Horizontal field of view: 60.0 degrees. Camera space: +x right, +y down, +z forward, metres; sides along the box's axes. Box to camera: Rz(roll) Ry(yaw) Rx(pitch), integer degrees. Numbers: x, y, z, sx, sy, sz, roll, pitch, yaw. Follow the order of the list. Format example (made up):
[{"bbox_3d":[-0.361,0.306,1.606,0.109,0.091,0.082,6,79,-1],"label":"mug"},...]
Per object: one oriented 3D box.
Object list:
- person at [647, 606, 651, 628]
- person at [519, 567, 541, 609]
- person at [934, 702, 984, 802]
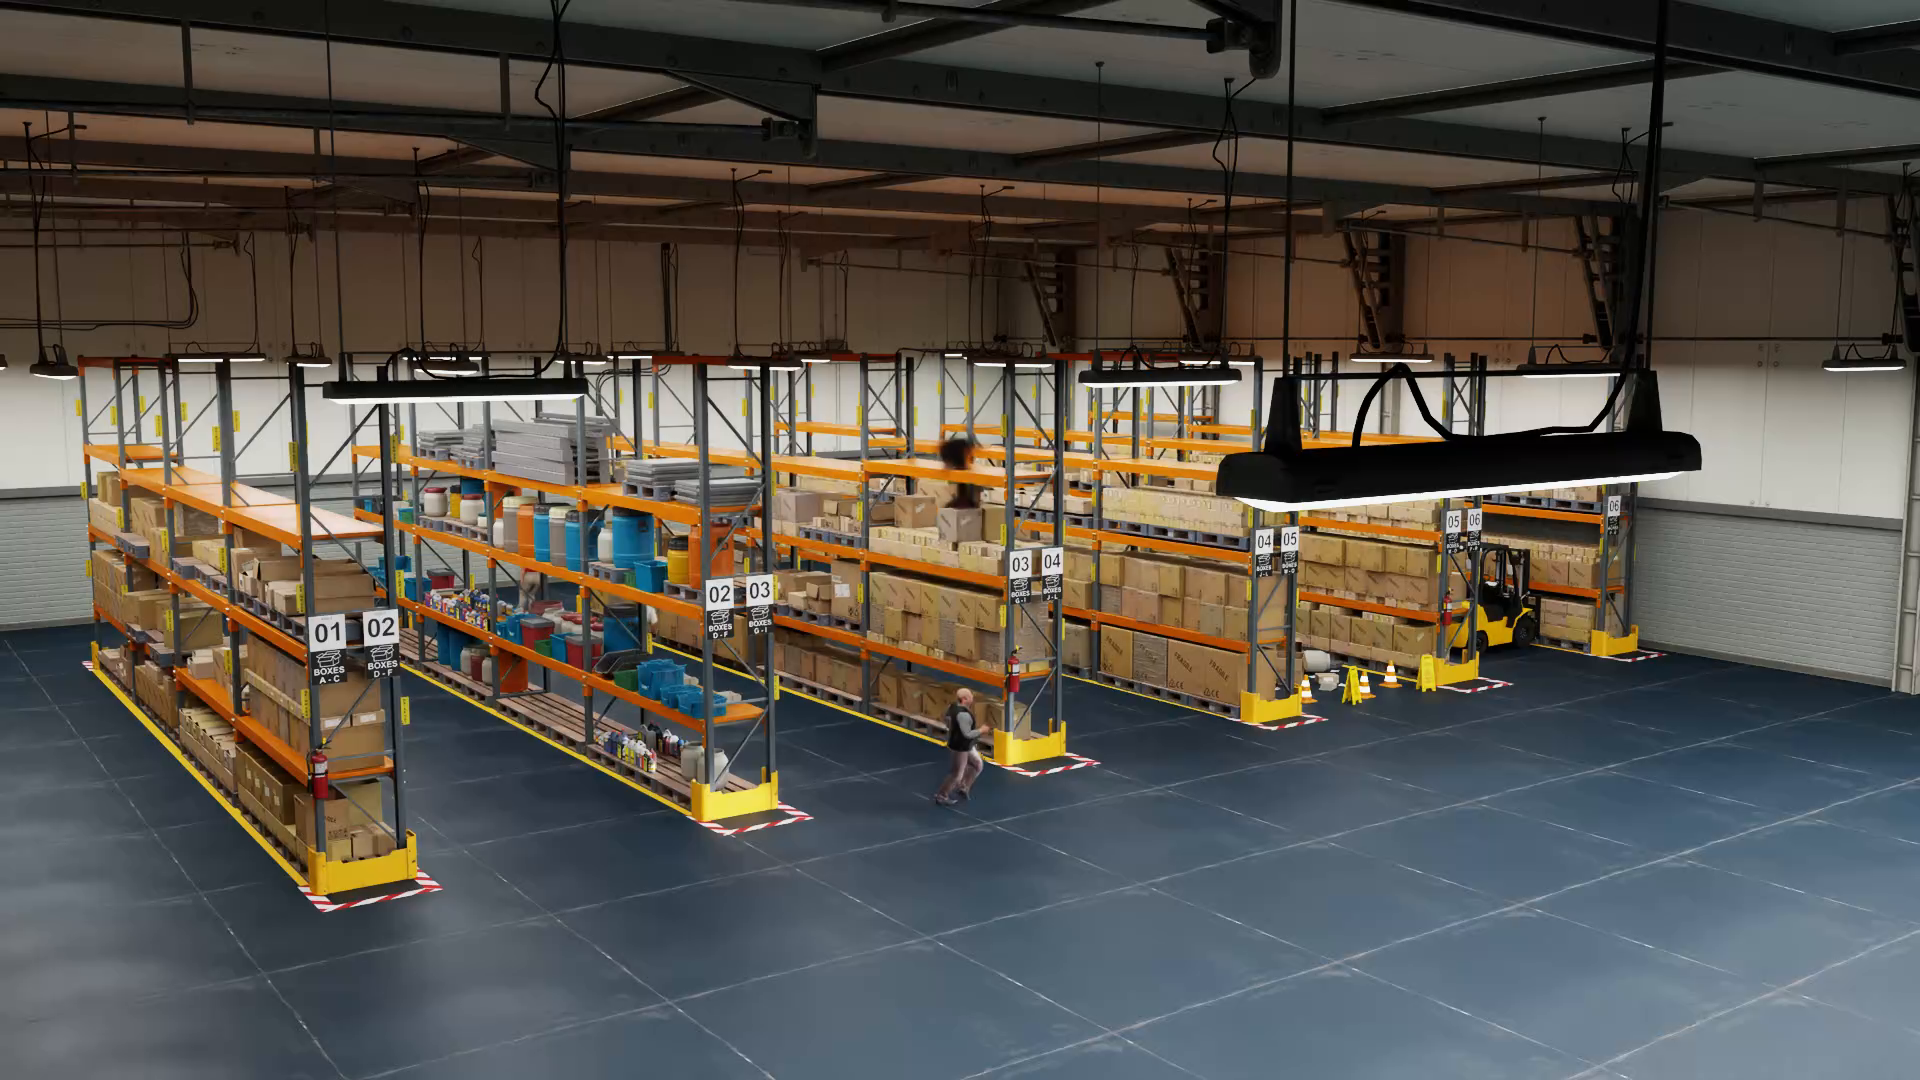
[{"bbox_3d":[-6.079,1.849,31.095,0.451,1.397,0.933,-4,8,-31],"label":"person"},{"bbox_3d":[-9.742,0.873,37.723,0.648,1.611,0.369,-6,9,-40],"label":"person"},{"bbox_3d":[-0.009,2.859,22.370,0.678,1.385,0.576,0,7,-2],"label":"person"}]
